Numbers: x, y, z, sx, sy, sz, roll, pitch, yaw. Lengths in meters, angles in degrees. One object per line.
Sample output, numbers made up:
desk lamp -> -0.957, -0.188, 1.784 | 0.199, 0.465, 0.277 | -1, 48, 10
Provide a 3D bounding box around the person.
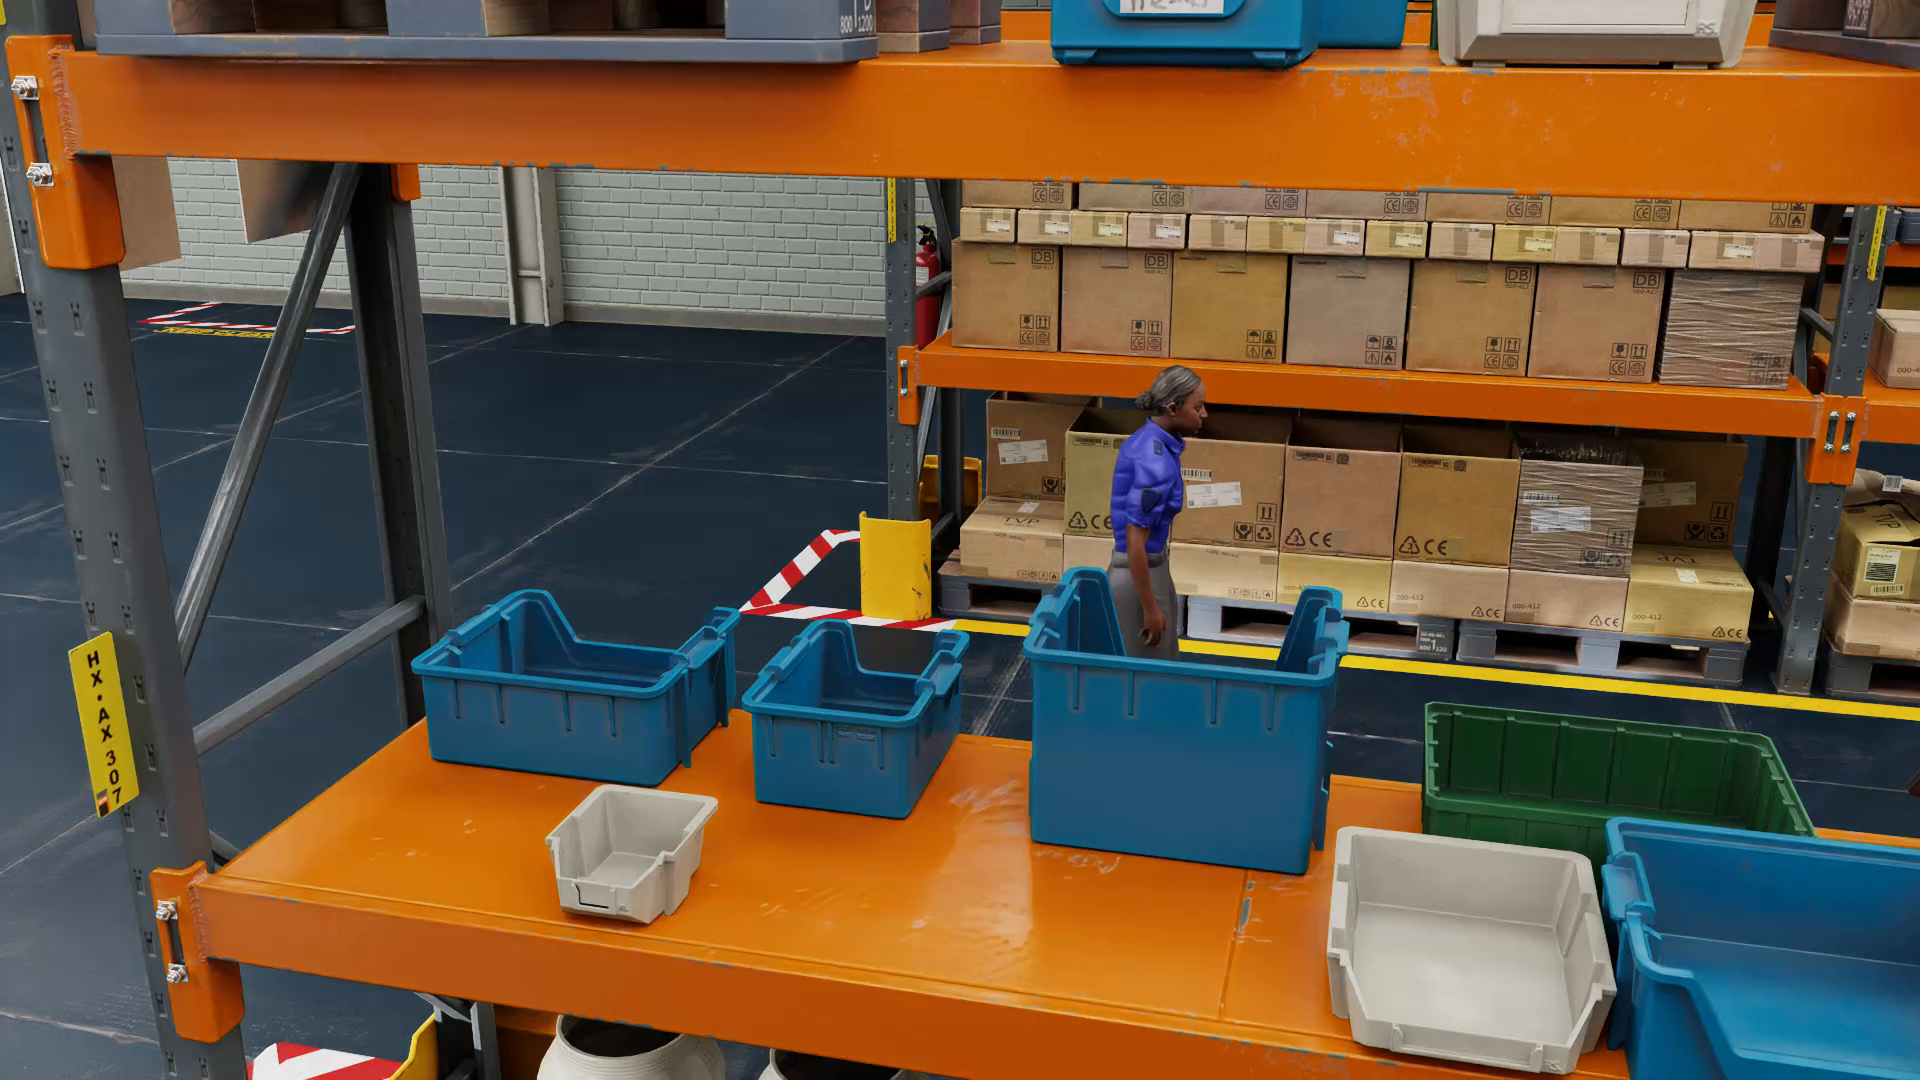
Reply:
person -> 0.687, 0.185, 6.013 | 0.350, 1.653, 0.527 | 3, 19, 10
